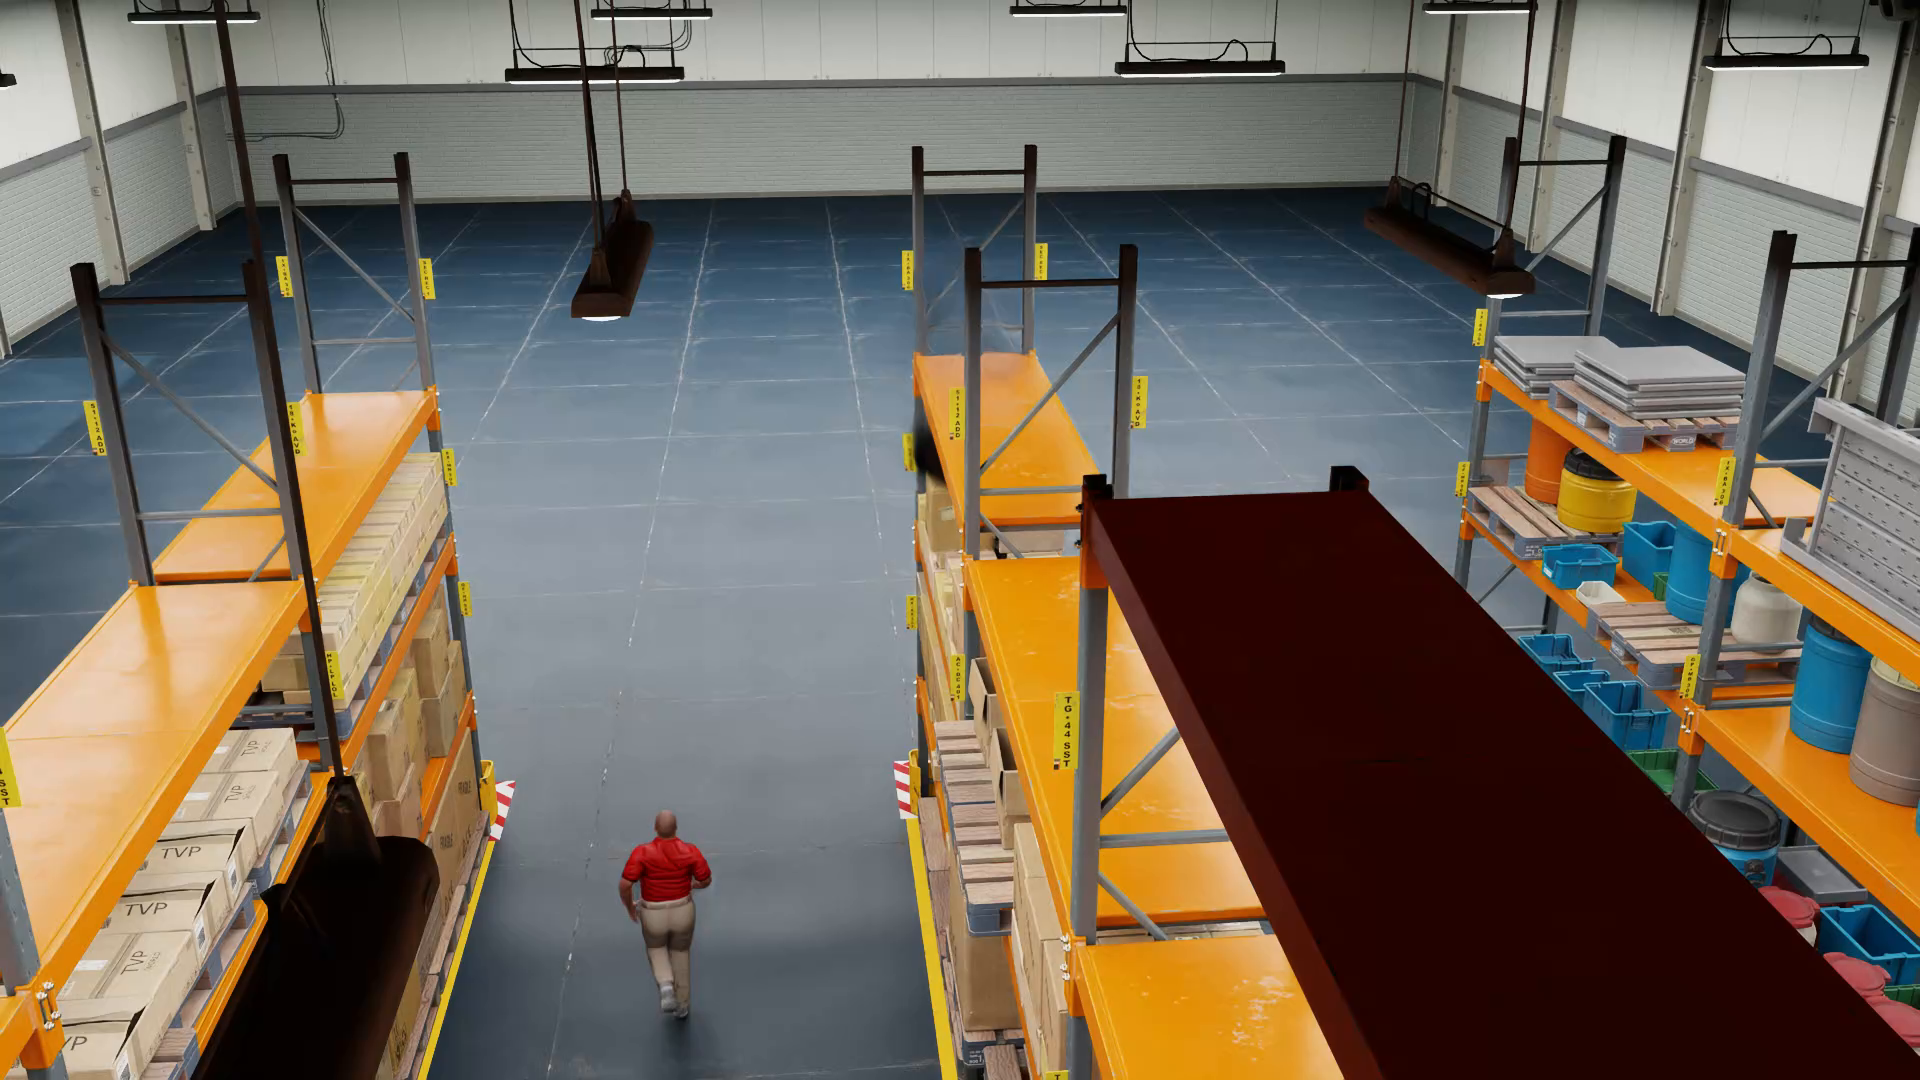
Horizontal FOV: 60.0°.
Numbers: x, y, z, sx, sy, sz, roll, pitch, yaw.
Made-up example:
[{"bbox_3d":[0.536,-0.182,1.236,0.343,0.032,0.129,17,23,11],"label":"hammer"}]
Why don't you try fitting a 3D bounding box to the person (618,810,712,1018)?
[{"bbox_3d":[-2.171,2.781,12.347,0.679,1.692,0.672,-5,22,-11],"label":"person"}]
